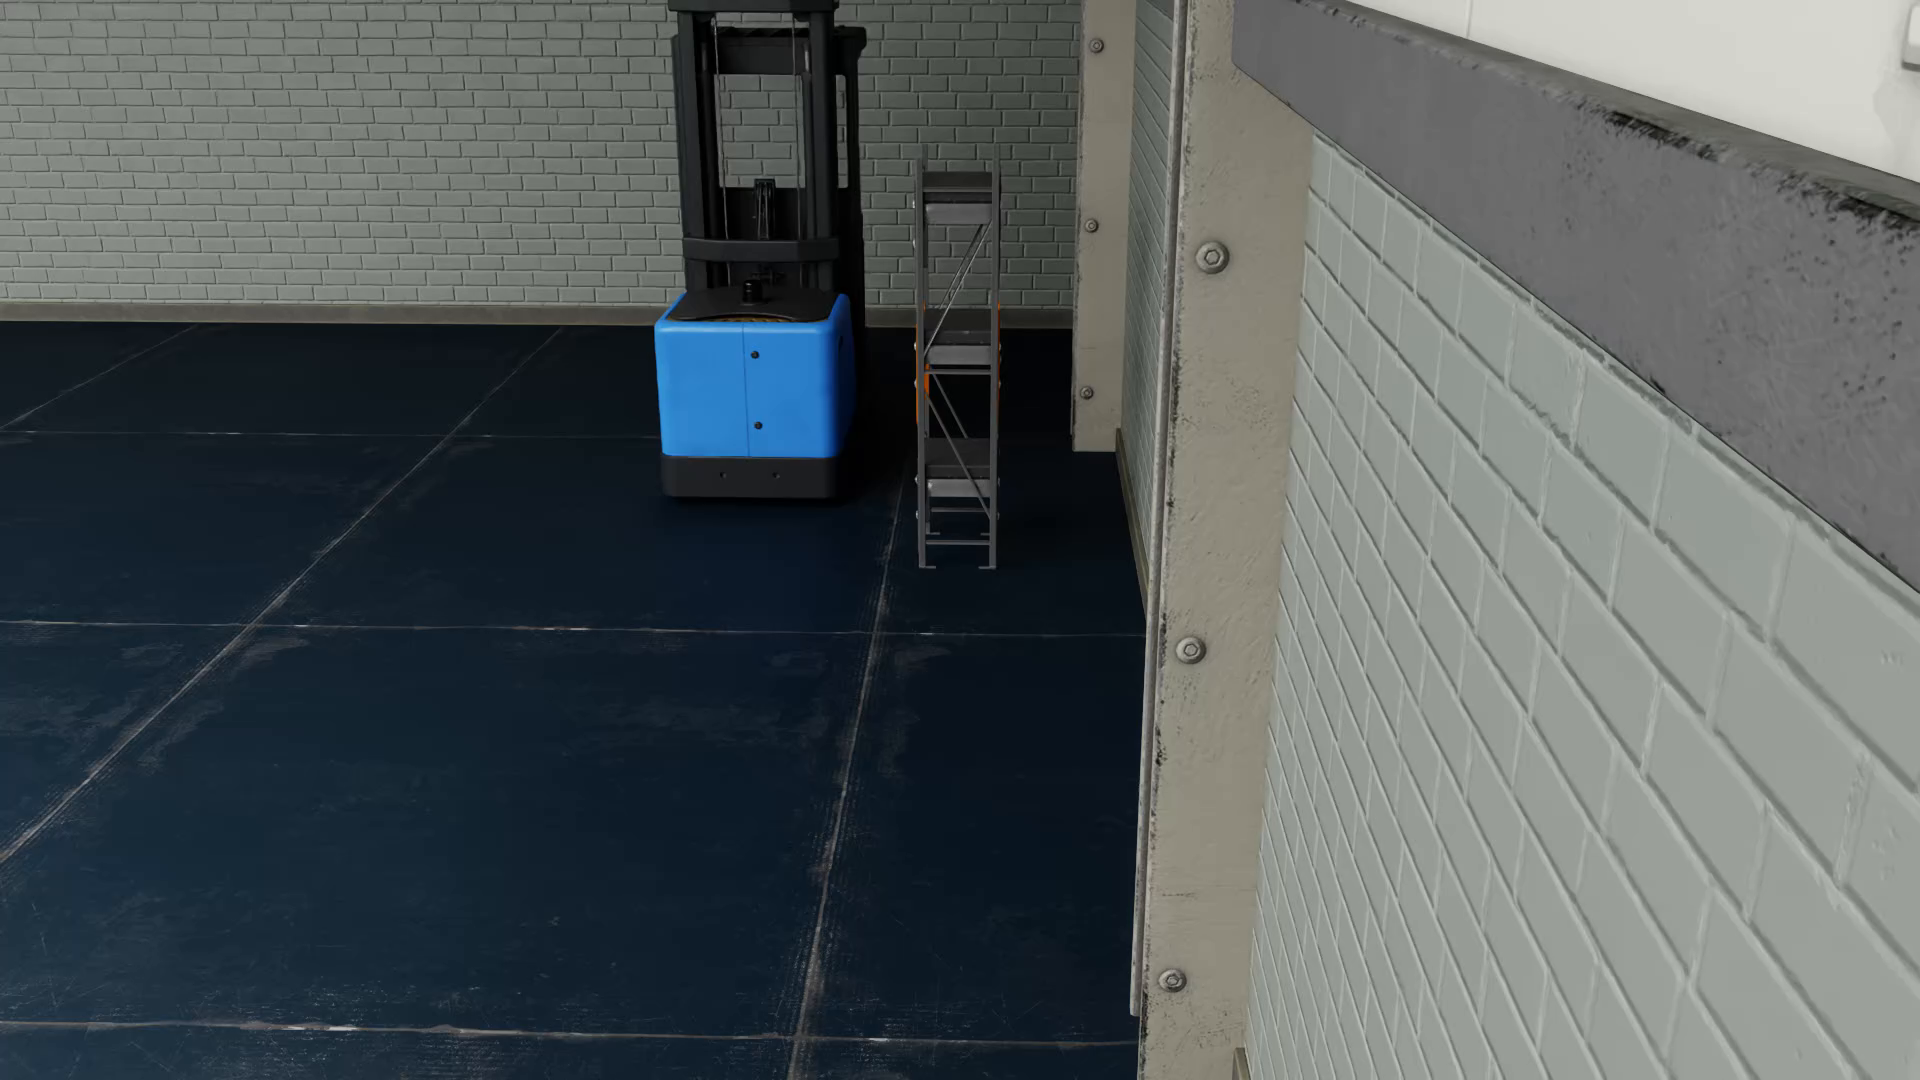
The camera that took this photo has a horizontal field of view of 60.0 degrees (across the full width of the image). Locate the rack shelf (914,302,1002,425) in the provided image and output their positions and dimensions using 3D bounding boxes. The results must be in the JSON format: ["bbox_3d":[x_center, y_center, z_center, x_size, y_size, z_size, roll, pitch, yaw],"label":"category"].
[{"bbox_3d":[-0.005,-0.906,8.500,0.431,0.518,0.480,1,21,2],"label":"rack shelf"}]

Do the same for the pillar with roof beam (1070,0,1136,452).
[{"bbox_3d":[-3.436,-4.873,9.147,9.100,9.000,0.400,1,21,2],"label":"pillar with roof beam"}]

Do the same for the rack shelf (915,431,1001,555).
[{"bbox_3d":[-0.005,-0.254,8.753,0.431,0.518,0.480,1,21,2],"label":"rack shelf"}]

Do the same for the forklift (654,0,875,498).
[{"bbox_3d":[-1.141,-2.087,10.355,1.130,2.935,3.031,1,21,2],"label":"forklift"}]

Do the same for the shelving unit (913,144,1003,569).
[{"bbox_3d":[-0.005,-0.919,8.495,0.431,2.100,0.503,1,21,2],"label":"shelving unit"}]

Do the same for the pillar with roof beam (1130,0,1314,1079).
[{"bbox_3d":[-3.619,-2.703,3.556,9.100,9.000,0.400,1,21,2],"label":"pillar with roof beam"}]

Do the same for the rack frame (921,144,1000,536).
[{"bbox_3d":[0.002,-1.007,8.722,0.400,2.100,0.015,1,21,2],"label":"rack frame"}]

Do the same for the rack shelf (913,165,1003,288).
[{"bbox_3d":[-0.005,-1.559,8.247,0.431,0.518,0.480,1,21,2],"label":"rack shelf"}]

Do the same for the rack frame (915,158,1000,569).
[{"bbox_3d":[-0.012,-0.831,8.267,0.400,2.100,0.015,1,21,2],"label":"rack frame"}]
